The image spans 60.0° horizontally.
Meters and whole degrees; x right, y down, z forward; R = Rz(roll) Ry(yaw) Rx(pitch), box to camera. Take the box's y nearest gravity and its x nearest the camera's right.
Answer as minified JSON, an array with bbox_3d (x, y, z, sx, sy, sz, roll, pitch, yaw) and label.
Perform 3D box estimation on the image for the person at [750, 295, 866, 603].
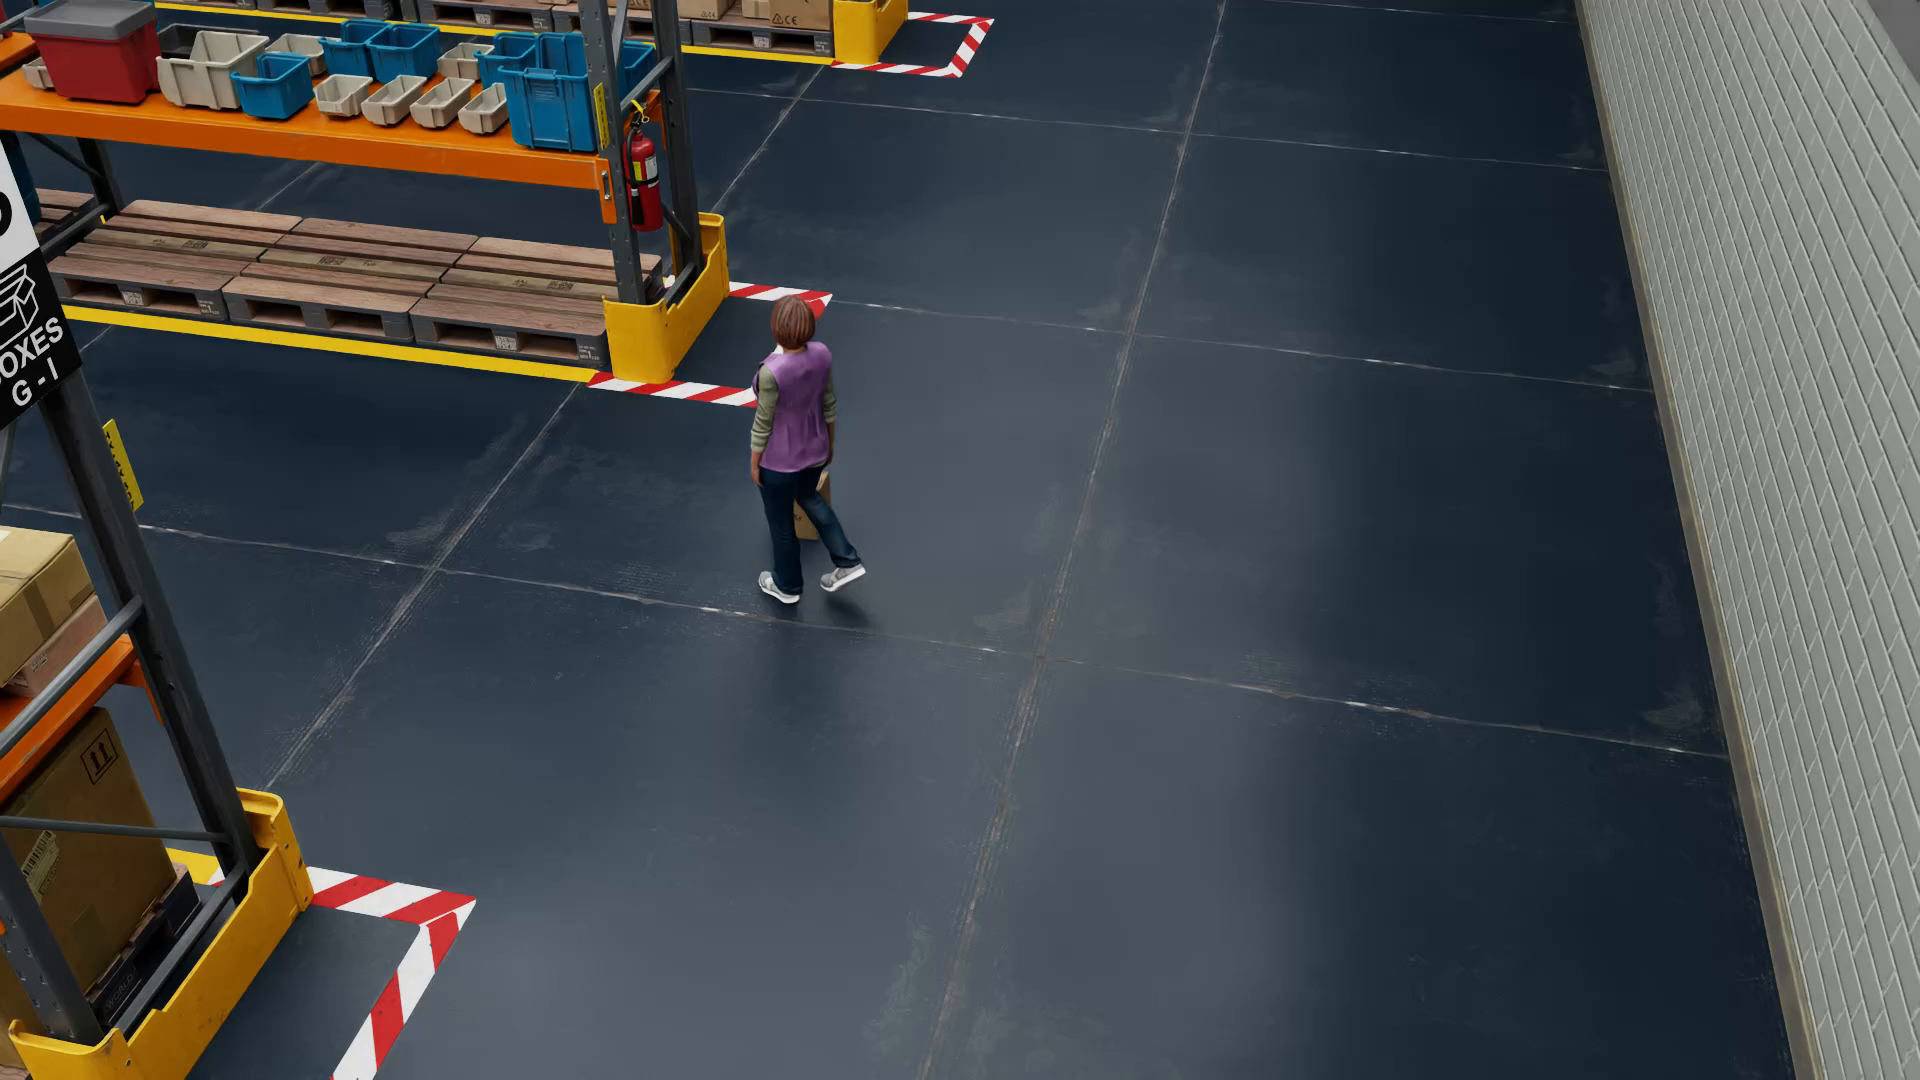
[{"bbox_3d":[-0.736,-0.353,7.465,0.497,1.552,0.424,30,46,34],"label":"person"}]
